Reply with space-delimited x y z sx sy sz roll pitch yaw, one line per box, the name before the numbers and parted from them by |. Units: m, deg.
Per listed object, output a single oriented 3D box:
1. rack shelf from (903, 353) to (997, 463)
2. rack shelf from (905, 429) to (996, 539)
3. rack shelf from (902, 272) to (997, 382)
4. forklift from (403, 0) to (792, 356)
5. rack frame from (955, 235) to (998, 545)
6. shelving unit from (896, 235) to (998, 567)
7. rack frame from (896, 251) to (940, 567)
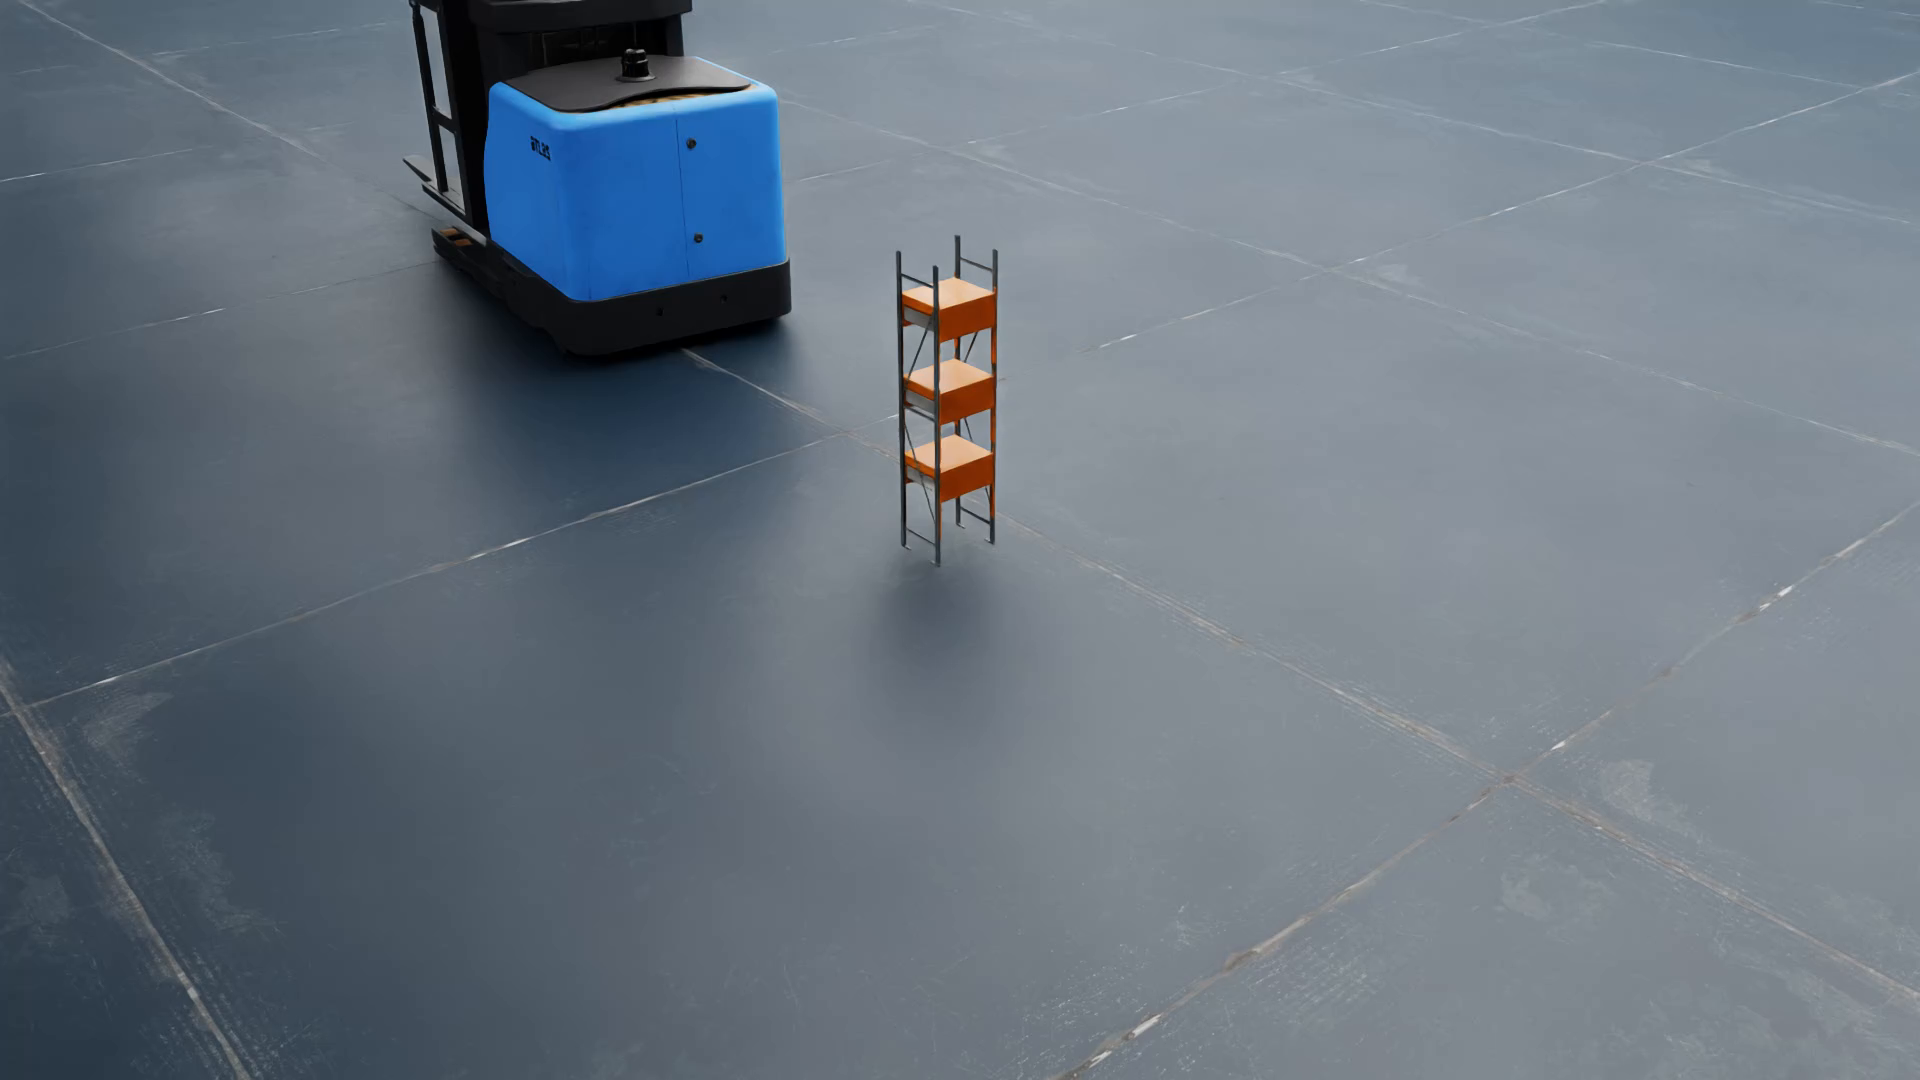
rack shelf | -0.041 -0.437 5.477 0.240 0.259 0.215 -22 35 -35
rack shelf | -0.041 -0.192 5.608 0.240 0.259 0.215 -22 35 -35
rack shelf | -0.041 -0.688 5.343 0.240 0.259 0.215 -22 35 -35
forklift | -1.992 -2.723 7.736 1.130 2.935 3.031 -17 33 -29
rack frame | 0.052 -0.484 5.542 0.008 1.050 0.200 -22 35 -35
shelving unit | -0.041 -0.447 5.472 0.252 1.050 0.215 -22 35 -35
rack frame | -0.134 -0.409 5.402 0.008 1.050 0.200 -22 35 -35
